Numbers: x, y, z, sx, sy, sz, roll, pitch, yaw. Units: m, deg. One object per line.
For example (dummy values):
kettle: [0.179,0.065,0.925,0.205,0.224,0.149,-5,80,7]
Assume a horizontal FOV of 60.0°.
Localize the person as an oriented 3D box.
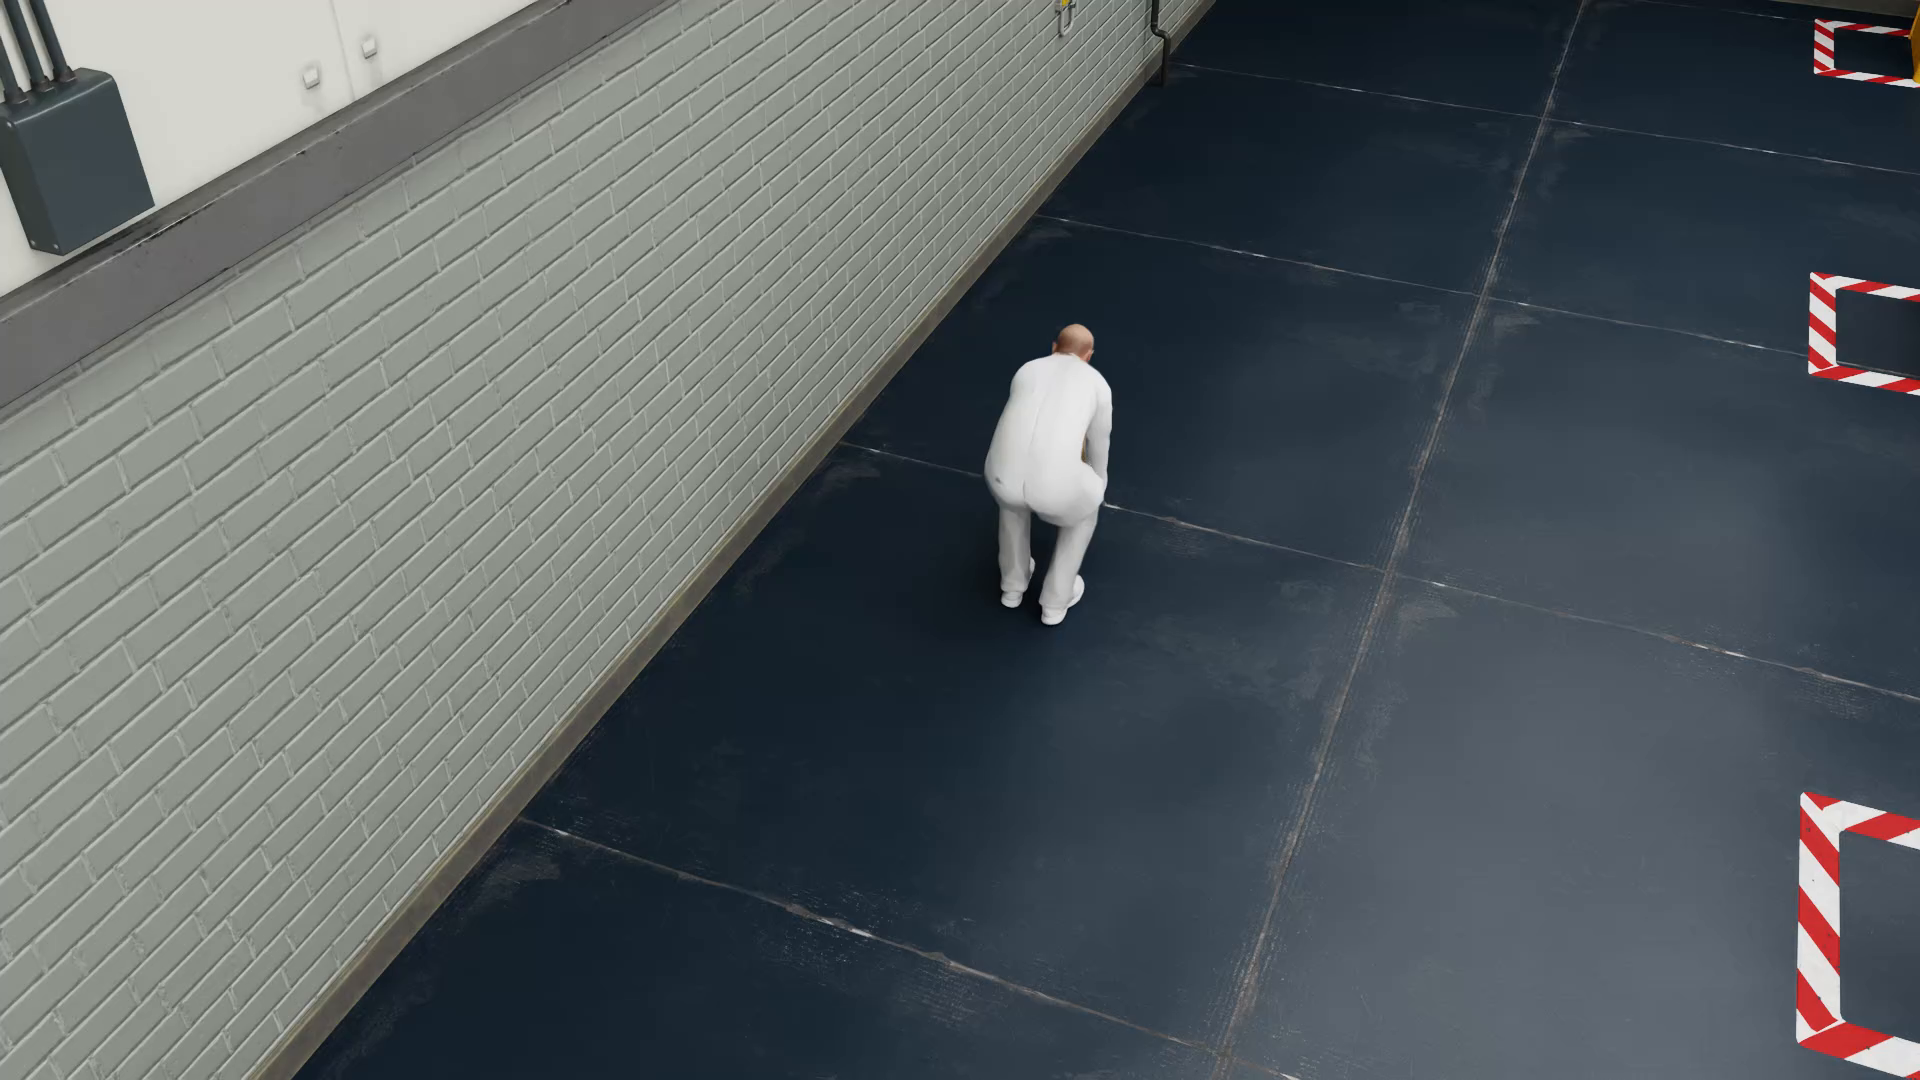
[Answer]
person: [0.433,-0.285,7.731,0.573,1.152,0.930,12,39,16]
